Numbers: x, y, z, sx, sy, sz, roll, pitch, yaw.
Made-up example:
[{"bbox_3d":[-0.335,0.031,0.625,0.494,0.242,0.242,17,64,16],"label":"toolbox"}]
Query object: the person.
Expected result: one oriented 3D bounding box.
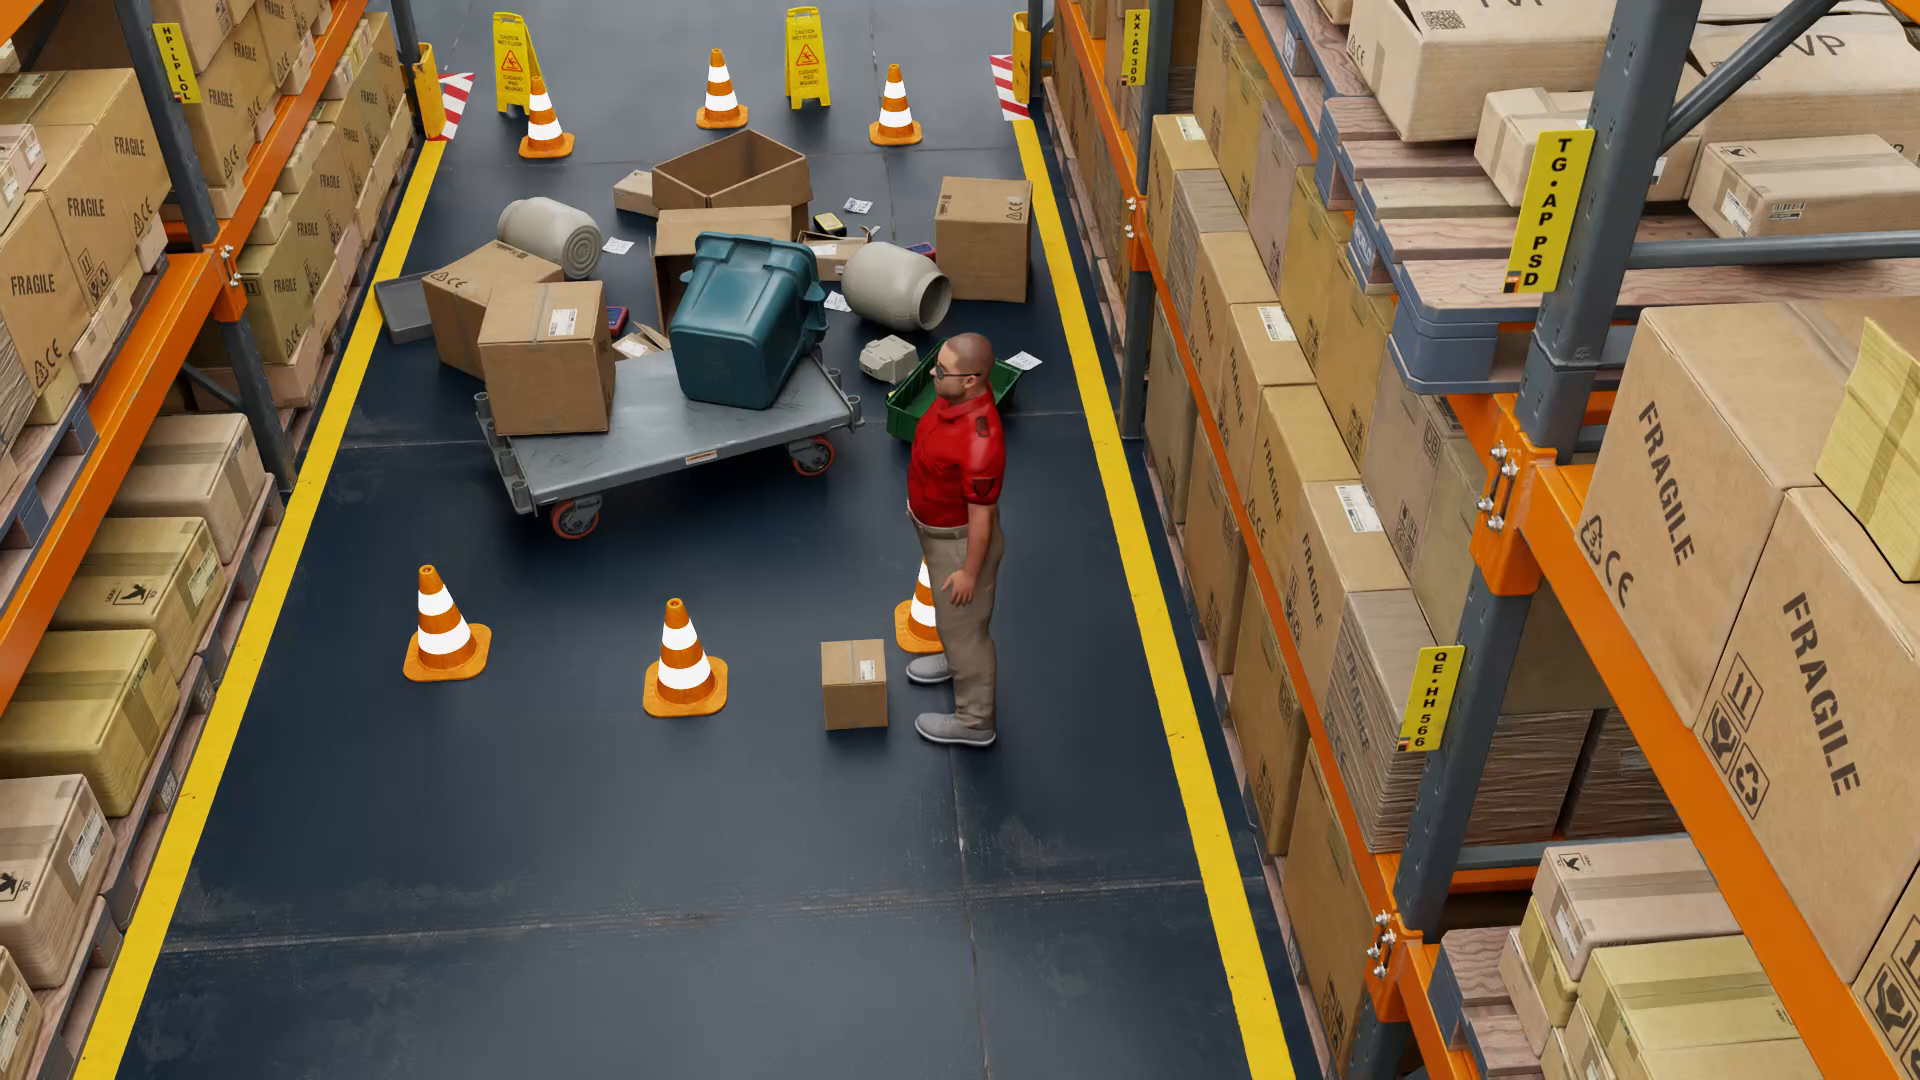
[{"bbox_3d":[-0.024,-0.018,6.186,0.368,1.723,0.560,-3,39,-4],"label":"person"}]
